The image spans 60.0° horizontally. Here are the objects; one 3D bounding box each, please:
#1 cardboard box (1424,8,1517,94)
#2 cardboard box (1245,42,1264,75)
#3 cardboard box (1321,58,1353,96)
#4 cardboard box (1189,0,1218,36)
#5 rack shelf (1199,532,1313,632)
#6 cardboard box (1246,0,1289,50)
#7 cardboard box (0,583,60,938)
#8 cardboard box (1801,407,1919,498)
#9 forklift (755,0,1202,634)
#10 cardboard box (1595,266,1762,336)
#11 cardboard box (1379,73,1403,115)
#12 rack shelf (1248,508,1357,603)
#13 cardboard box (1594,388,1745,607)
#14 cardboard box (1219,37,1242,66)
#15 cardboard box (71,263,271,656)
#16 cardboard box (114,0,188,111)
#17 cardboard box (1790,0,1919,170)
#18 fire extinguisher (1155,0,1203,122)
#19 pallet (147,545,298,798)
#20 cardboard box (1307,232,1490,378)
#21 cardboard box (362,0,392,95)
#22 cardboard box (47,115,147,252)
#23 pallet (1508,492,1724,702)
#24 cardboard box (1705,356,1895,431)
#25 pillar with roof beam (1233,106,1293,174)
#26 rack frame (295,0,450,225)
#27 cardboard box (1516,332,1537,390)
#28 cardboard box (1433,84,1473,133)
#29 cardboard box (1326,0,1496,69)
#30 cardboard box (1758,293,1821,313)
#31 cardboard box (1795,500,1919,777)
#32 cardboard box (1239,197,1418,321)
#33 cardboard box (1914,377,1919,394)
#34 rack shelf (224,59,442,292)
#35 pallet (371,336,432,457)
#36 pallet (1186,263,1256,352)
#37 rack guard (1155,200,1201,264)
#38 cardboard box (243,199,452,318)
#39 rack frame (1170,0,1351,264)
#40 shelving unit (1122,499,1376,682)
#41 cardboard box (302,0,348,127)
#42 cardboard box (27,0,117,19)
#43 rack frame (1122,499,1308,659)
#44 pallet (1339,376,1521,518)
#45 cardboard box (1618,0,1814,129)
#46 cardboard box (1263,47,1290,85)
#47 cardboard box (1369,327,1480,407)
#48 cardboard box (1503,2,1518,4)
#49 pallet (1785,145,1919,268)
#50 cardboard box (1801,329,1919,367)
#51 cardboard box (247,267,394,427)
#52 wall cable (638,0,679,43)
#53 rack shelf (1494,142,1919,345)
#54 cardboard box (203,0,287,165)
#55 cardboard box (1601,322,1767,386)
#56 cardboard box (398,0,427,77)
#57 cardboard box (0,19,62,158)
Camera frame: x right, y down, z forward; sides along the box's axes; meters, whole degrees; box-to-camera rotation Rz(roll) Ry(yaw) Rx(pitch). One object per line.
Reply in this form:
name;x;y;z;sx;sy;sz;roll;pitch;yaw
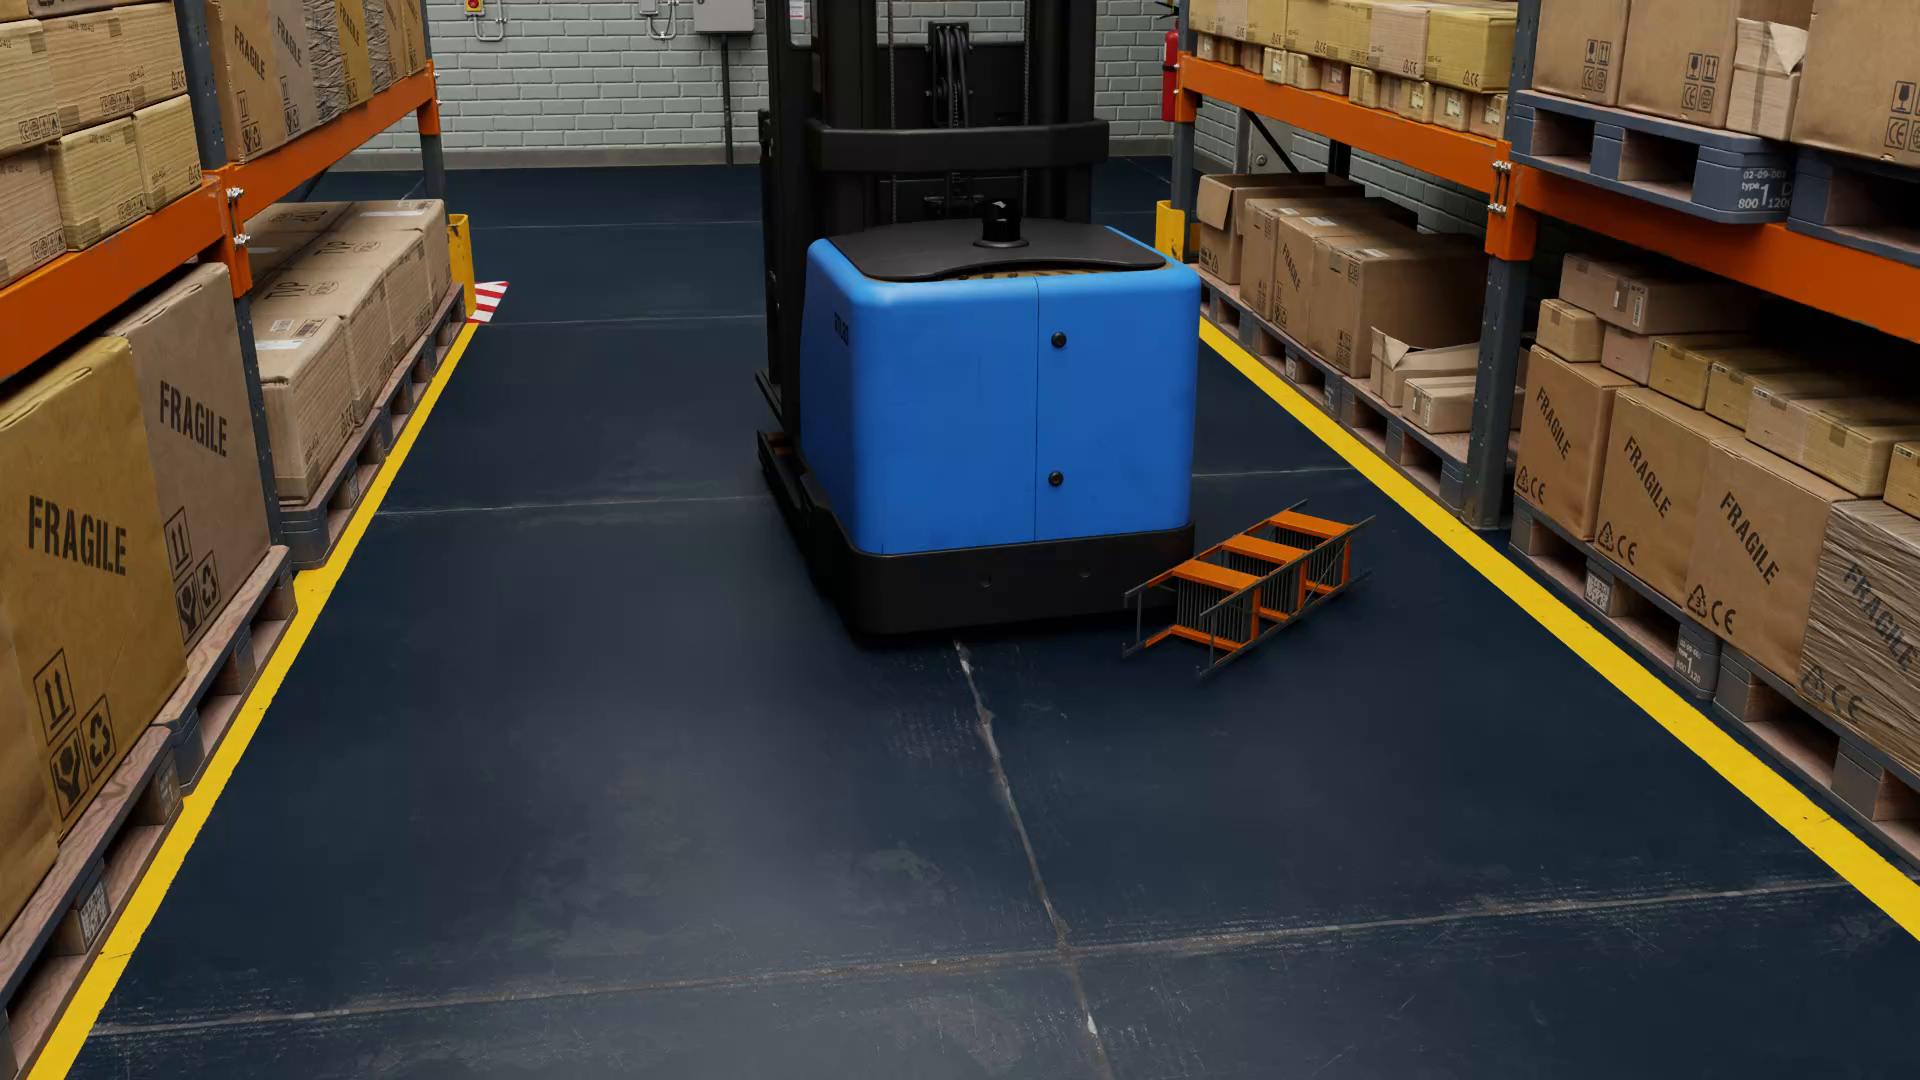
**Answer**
cardboard box;1.959;-1.708;5.791;0.500;0.250;0.500;-2;21;-6
cardboard box;1.603;-2.349;8.077;0.380;0.149;0.250;-2;21;-6
cardboard box;1.773;-1.990;7.116;0.380;0.149;0.250;-3;21;-8
cardboard box;1.496;-2.758;8.603;0.500;0.250;0.500;-3;21;-7
rack shelf;0.887;0.132;5.012;0.240;0.215;0.259;16;26;37
cardboard box;1.645;-2.408;7.666;0.500;0.250;0.500;-3;21;-9
cardboard box;-2.203;0.408;2.773;0.875;0.875;0.875;-3;21;-7
cardboard box;2.312;-0.218;4.058;0.380;0.149;0.250;-2;21;-6
forklift;-0.155;-1.585;5.771;1.130;2.935;3.031;-5;21;-13
cardboard box;2.147;-0.719;4.973;0.380;0.149;0.250;-4;21;-10
cardboard box;1.846;-1.725;6.406;0.380;0.149;0.250;-2;21;-6
rack shelf;1.068;0.055;5.217;0.240;0.215;0.259;16;26;37
cardboard box;2.207;-0.138;4.771;0.500;0.500;0.500;-3;21;-8
cardboard box;1.555;-2.529;8.559;0.380;0.149;0.250;-2;21;-6
cardboard box;-2.469;-0.214;4.439;0.875;0.875;0.875;-2;21;-6
cardboard box;-2.334;-1.247;4.267;0.500;0.250;0.500;-3;21;-8
cardboard box;2.310;-1.089;3.601;0.700;0.500;0.500;-3;21;-8
fire extinguisher;1.218;-2.677;9.239;0.296;0.674;0.183;-3;21;-8
pallet;-2.452;0.346;4.487;1.003;0.211;1.213;-3;21;-8
cardboard box;1.926;-1.012;7.110;0.700;0.500;0.500;-4;21;-10
cardboard box;-2.742;-2.149;7.041;0.500;0.500;0.500;-2;21;-6
cardboard box;-2.251;-0.834;3.876;0.500;0.250;0.500;-3;21;-9
pallet;2.428;0.111;5.117;1.003;0.211;1.213;-3;21;-8
cardboard box;2.280;-0.392;4.525;0.380;0.149;0.250;-3;21;-9
pillar with roof beam;-2.060;-6.432;10.076;9.100;9.000;0.400;-3;21;-8
rack frame;-3.214;-2.608;8.412;1.000;3.000;0.127;-3;21;-8
cardboard box;2.412;-0.653;6.419;0.500;0.311;0.500;-2;21;-6
cardboard box;1.919;-1.544;5.922;0.380;0.149;0.250;-2;21;-6
cardboard box;1.813;-2.054;6.718;0.500;0.250;0.500;-3;21;-8
cardboard box;2.612;-0.692;5.326;0.380;0.149;0.250;-4;21;-10
cardboard box;2.343;0.215;3.826;0.500;0.500;0.500;-4;21;-10
cardboard box;1.776;-1.371;8.072;0.700;0.500;0.500;-2;21;-6
cardboard box;2.748;-0.332;4.362;0.380;0.149;0.250;-2;21;-6
rack shelf;-2.926;-1.579;6.684;1.077;0.370;4.000;-3;21;-8
pallet;-2.849;-0.607;7.041;1.003;0.211;1.213;-3;21;-8
pallet;1.824;-1.251;8.765;1.003;0.211;1.213;-3;21;-8
rack guard;1.708;-1.663;9.453;1.175;0.500;0.348;-3;21;-8
cardboard box;-3.020;-1.381;8.189;0.875;0.438;0.875;-4;21;-10
rack frame;1.697;-2.860;9.086;1.000;3.000;0.127;-3;21;-8
shelving unit;0.894;0.129;5.020;0.252;0.215;1.050;16;26;37
cardboard box;-2.580;-1.793;6.086;0.500;0.500;0.500;-3;21;-7
cardboard box;-2.243;-1.418;3.653;0.500;0.500;0.500;-3;21;-7
rack frame;0.800;0.102;5.092;0.008;0.200;1.050;16;26;37
pallet;2.176;-0.406;6.503;1.003;0.211;1.213;-3;21;-8
cardboard box;2.197;-1.360;4.328;0.700;0.500;0.500;-3;21;-7
cardboard box;1.609;-2.166;7.587;0.380;0.149;0.250;-4;21;-9
cardboard box;1.851;-0.693;6.591;0.396;0.266;0.258;-2;21;-6
cardboard box;2.390;-1.902;6.312;0.500;0.250;0.500;-3;21;-8
pallet;2.565;-0.673;3.506;1.003;0.211;1.213;-3;21;-8
cardboard box;2.699;-0.517;4.859;0.380;0.149;0.250;-3;21;-7
cardboard box;-2.752;-0.752;6.505;0.875;0.438;0.875;-4;21;-9
wall cable;-2.648;-5.111;13.661;0.588;1.984;0.122;-3;21;-8
rack shelf;2.562;-0.445;3.650;1.077;0.370;4.000;-3;21;-8
cardboard box;-2.446;-1.446;5.157;0.500;0.500;0.500;-2;21;-6
cardboard box;2.178;-0.575;5.014;0.380;0.149;0.250;-3;21;-9
cardboard box;-2.883;-2.501;7.983;0.500;0.500;0.500;-3;21;-7
cardboard box;-2.174;-0.895;3.325;0.500;0.250;0.500;-2;21;-6
